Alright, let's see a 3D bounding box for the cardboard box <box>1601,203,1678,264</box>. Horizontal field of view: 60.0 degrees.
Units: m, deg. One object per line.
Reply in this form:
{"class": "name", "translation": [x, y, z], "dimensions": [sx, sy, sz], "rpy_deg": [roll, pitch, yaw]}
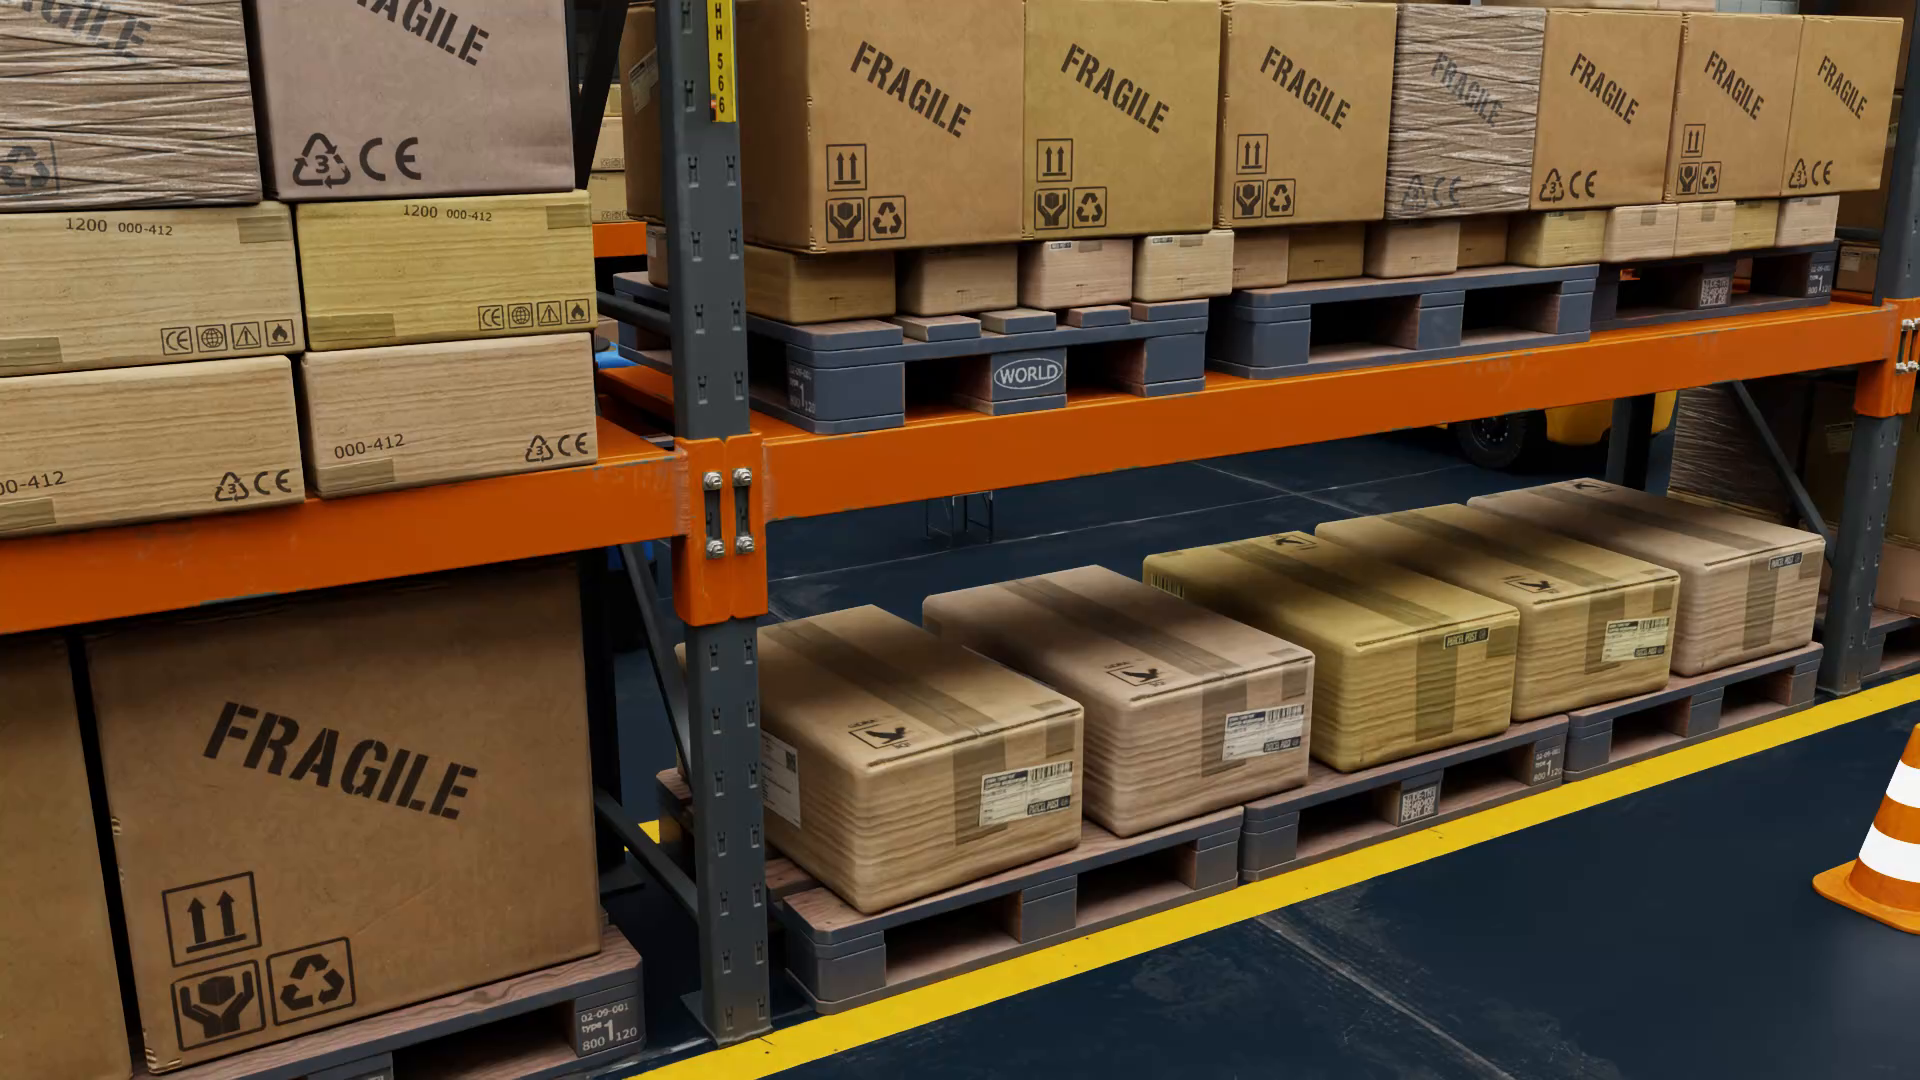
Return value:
{"class": "cardboard box", "translation": [1.760, -0.872, 4.651], "dimensions": [0.250, 0.149, 0.380], "rpy_deg": [-9, 18, -29]}

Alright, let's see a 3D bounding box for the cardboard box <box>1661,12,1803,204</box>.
{"class": "cardboard box", "translation": [2.011, -1.246, 4.784], "dimensions": [0.500, 0.500, 0.500], "rpy_deg": [-9, 18, -29]}

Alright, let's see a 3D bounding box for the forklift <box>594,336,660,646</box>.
{"class": "forklift", "translation": [-2.594, -0.917, 5.250], "dimensions": [3.031, 2.935, 1.130], "rpy_deg": [-11, 19, -34]}

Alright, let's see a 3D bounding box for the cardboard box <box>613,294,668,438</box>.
{"class": "cardboard box", "translation": [-1.601, -0.960, 8.898], "dimensions": [0.625, 0.625, 0.875], "rpy_deg": [-10, 19, -32]}

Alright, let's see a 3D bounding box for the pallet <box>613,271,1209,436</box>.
{"class": "pallet", "translation": [-0.160, -0.515, 4.043], "dimensions": [1.003, 0.211, 1.213], "rpy_deg": [-9, 18, -30]}

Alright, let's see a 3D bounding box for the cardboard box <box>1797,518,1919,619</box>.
{"class": "cardboard box", "translation": [3.358, 0.063, 5.944], "dimensions": [0.500, 0.250, 0.500], "rpy_deg": [-10, 19, -32]}

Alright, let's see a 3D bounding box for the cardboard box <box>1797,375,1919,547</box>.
{"class": "cardboard box", "translation": [3.358, -0.298, 5.843], "dimensions": [0.500, 0.500, 0.500], "rpy_deg": [-8, 18, -27]}

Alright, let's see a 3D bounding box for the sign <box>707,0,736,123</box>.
{"class": "sign", "translation": [-0.427, -0.913, 2.963], "dimensions": [0.005, 0.325, 0.100], "rpy_deg": [-9, 18, -30]}

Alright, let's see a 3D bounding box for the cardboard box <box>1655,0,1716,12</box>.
{"class": "cardboard box", "translation": [1.849, -1.530, 4.594], "dimensions": [0.250, 0.149, 0.380], "rpy_deg": [-10, 18, -31]}

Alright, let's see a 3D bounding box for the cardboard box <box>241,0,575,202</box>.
{"class": "cardboard box", "translation": [-1.024, -0.880, 2.955], "dimensions": [0.500, 0.500, 0.500], "rpy_deg": [-10, 18, -31]}

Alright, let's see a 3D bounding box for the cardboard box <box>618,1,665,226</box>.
{"class": "cardboard box", "translation": [-0.469, -1.004, 3.921], "dimensions": [0.500, 0.500, 0.500], "rpy_deg": [-10, 18, -31]}

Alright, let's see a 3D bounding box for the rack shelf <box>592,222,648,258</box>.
{"class": "rack shelf", "translation": [-1.561, -1.563, 8.760], "dimensions": [4.000, 0.370, 1.077], "rpy_deg": [-9, 18, -30]}

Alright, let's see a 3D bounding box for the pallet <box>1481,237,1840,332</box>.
{"class": "pallet", "translation": [1.983, -0.874, 5.327], "dimensions": [1.213, 0.211, 1.003], "rpy_deg": [-9, 18, -30]}

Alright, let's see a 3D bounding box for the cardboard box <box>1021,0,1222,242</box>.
{"class": "cardboard box", "translation": [0.232, -0.960, 3.762], "dimensions": [0.500, 0.500, 0.500], "rpy_deg": [-8, 18, -27]}

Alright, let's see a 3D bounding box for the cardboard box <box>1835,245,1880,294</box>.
{"class": "cardboard box", "translation": [3.148, -0.888, 5.485], "dimensions": [0.250, 0.149, 0.380], "rpy_deg": [-9, 18, -30]}

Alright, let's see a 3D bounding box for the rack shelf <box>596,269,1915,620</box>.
{"class": "rack shelf", "translation": [0.998, -0.415, 4.665], "dimensions": [4.000, 0.370, 1.077], "rpy_deg": [-9, 18, -30]}

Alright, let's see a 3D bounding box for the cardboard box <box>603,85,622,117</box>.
{"class": "cardboard box", "translation": [-1.750, -2.150, 8.134], "dimensions": [0.250, 0.149, 0.380], "rpy_deg": [-9, 18, -29]}

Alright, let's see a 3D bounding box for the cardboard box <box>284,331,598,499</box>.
{"class": "cardboard box", "translation": [-1.016, -0.281, 3.131], "dimensions": [0.500, 0.250, 0.500], "rpy_deg": [-10, 18, -32]}

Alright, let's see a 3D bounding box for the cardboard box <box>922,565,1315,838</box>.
{"class": "cardboard box", "translation": [0.402, 0.399, 4.519], "dimensions": [0.625, 0.372, 0.950], "rpy_deg": [-10, 18, -31]}

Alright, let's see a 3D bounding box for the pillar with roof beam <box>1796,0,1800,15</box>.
{"class": "pillar with roof beam", "translation": [9.881, -5.582, 10.649], "dimensions": [0.400, 9.000, 9.100], "rpy_deg": [-9, 18, -30]}

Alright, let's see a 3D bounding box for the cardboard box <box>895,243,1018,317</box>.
{"class": "cardboard box", "translation": [-0.082, -0.598, 3.674], "dimensions": [0.250, 0.149, 0.380], "rpy_deg": [-11, 19, -33]}

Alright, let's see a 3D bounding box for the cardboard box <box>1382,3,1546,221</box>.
{"class": "cardboard box", "translation": [1.116, -1.103, 4.273], "dimensions": [0.500, 0.500, 0.500], "rpy_deg": [-10, 19, -32]}

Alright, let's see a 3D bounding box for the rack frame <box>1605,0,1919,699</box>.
{"class": "rack frame", "translation": [2.713, -1.039, 5.560], "dimensions": [0.127, 3.000, 1.000], "rpy_deg": [-9, 18, -30]}

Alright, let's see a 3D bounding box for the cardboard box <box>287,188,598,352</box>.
{"class": "cardboard box", "translation": [-1.000, -0.526, 3.079], "dimensions": [0.500, 0.250, 0.500], "rpy_deg": [-9, 18, -30]}

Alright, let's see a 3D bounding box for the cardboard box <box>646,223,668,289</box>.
{"class": "cardboard box", "translation": [-0.556, -0.664, 3.910], "dimensions": [0.250, 0.149, 0.380], "rpy_deg": [-8, 18, -28]}

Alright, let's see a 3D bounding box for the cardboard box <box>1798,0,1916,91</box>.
{"class": "cardboard box", "translation": [3.202, -1.723, 5.410], "dimensions": [0.500, 0.500, 0.700], "rpy_deg": [-9, 18, -30]}

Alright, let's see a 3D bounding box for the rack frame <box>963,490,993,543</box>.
{"class": "rack frame", "translation": [0.080, -0.446, 7.335], "dimensions": [0.006, 0.900, 0.240], "rpy_deg": [-9, 18, -30]}

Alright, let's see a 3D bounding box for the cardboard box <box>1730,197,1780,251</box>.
{"class": "cardboard box", "translation": [2.179, -0.952, 4.938], "dimensions": [0.250, 0.149, 0.380], "rpy_deg": [-10, 18, -31]}

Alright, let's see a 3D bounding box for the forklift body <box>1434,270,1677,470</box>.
{"class": "forklift body", "translation": [2.896, -1.649, 9.307], "dimensions": [1.214, 2.155, 2.313], "rpy_deg": [-9, 18, -30]}

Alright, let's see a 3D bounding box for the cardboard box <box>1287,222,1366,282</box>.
{"class": "cardboard box", "translation": [0.811, -0.759, 4.247], "dimensions": [0.250, 0.149, 0.380], "rpy_deg": [-8, 18, -28]}

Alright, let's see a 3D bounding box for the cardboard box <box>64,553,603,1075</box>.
{"class": "cardboard box", "translation": [-1.351, 0.414, 3.532], "dimensions": [0.875, 0.875, 0.875], "rpy_deg": [-9, 18, -30]}

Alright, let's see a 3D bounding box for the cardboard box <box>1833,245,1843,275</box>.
{"class": "cardboard box", "translation": [3.042, -1.070, 6.134], "dimensions": [0.250, 0.149, 0.380], "rpy_deg": [-9, 18, -28]}

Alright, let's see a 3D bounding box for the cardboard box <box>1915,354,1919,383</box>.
{"class": "cardboard box", "translation": [3.496, -0.614, 5.768], "dimensions": [0.250, 0.149, 0.380], "rpy_deg": [-9, 18, -29]}

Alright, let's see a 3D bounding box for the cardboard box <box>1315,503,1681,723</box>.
{"class": "cardboard box", "translation": [1.650, 0.198, 5.236], "dimensions": [0.625, 0.372, 0.950], "rpy_deg": [-8, 18, -26]}

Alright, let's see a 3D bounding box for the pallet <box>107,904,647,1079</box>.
{"class": "pallet", "translation": [-1.431, 0.952, 3.624], "dimensions": [1.213, 0.211, 1.003], "rpy_deg": [-9, 18, -30]}

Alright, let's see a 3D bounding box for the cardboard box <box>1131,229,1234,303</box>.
{"class": "cardboard box", "translation": [0.423, -0.659, 3.891], "dimensions": [0.250, 0.149, 0.380], "rpy_deg": [-9, 18, -29]}

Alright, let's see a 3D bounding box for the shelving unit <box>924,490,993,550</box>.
{"class": "shelving unit", "translation": [-0.007, -0.432, 7.284], "dimensions": [0.210, 0.900, 0.258], "rpy_deg": [-9, 18, -30]}

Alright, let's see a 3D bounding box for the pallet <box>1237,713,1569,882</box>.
{"class": "pallet", "translation": [0.999, 0.583, 4.940], "dimensions": [1.213, 0.211, 1.003], "rpy_deg": [-9, 18, -30]}

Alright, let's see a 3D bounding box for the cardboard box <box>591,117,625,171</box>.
{"class": "cardboard box", "translation": [-1.882, -1.943, 8.134], "dimensions": [0.500, 0.250, 0.500], "rpy_deg": [-10, 18, -31]}

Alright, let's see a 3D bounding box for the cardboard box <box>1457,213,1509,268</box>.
{"class": "cardboard box", "translation": [1.253, -0.834, 4.514], "dimensions": [0.250, 0.149, 0.380], "rpy_deg": [-10, 18, -32]}
